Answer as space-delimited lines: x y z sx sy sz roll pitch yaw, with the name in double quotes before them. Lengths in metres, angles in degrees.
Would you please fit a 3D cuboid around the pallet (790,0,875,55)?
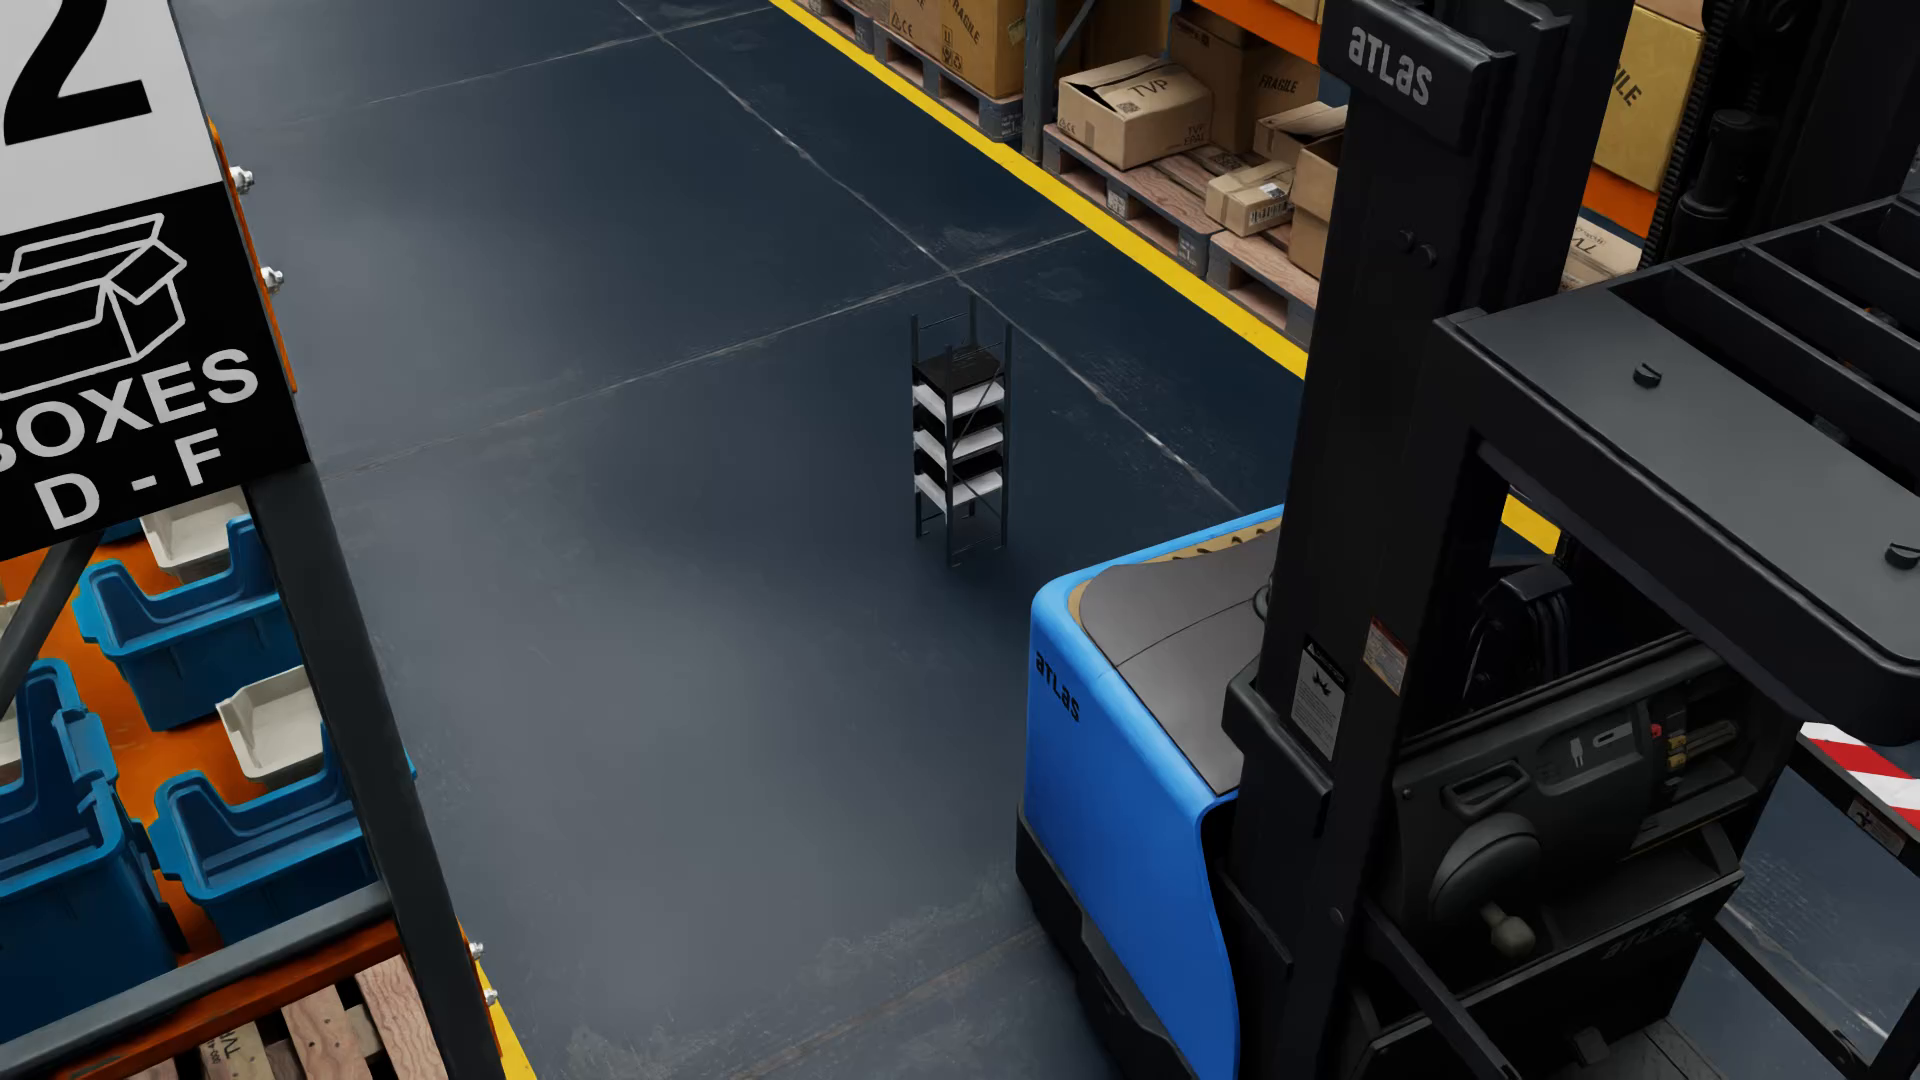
"pallet" -0.382 -3.149 9.364 1.003 0.211 1.213 -22 45 -24

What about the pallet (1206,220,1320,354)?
"pallet" 1.776 -1.033 6.825 1.003 0.211 1.213 -22 45 -24

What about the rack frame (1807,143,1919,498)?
"rack frame" 2.898 -0.976 4.578 1.000 3.000 0.127 -22 45 -24

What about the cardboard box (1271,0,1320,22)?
"cardboard box" 1.337 -2.258 6.039 0.500 0.500 0.500 -22 45 -25

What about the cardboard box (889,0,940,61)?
"cardboard box" -0.018 -2.781 8.353 0.500 0.500 0.500 -22 45 -24

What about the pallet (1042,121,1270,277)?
"pallet" 1.116 -1.692 7.616 1.003 0.211 1.213 -22 45 -24

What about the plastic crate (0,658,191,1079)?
"plastic crate" -1.617 0.574 2.643 0.616 0.435 0.499 -22 45 -24

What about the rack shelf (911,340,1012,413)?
"rack shelf" 0.004 -0.523 5.305 0.258 0.077 0.200 -22 45 -24

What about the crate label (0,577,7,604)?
"crate label" -2.185 0.124 3.417 0.396 0.136 0.243 -22 45 -24

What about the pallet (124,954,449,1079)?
"pallet" -1.691 1.340 3.977 1.003 0.211 1.213 -22 45 -24

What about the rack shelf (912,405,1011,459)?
"rack shelf" 0.004 -0.385 5.420 0.258 0.077 0.200 -22 45 -24

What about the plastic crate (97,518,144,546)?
"plastic crate" -1.843 -0.189 3.717 0.416 0.233 0.300 -22 45 -24

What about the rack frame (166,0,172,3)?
"rack frame" -1.280 -1.577 0.614 1.000 3.000 0.127 -22 45 -24

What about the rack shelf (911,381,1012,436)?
"rack shelf" 0.004 -0.454 5.363 0.258 0.077 0.200 -22 45 -24

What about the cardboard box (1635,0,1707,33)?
"cardboard box" 2.155 -1.816 4.727 0.500 0.500 0.500 -21 44 -23

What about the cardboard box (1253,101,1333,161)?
"cardboard box" 1.545 -1.817 7.471 0.380 0.149 0.250 -22 45 -24

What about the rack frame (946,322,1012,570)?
"rack frame" 0.059 -0.286 5.391 0.240 0.900 0.006 -22 45 -24

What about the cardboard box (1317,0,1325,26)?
"cardboard box" 1.612 -1.984 5.710 0.500 0.500 0.500 -23 45 -25

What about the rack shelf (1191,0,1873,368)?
"rack shelf" 1.823 -1.779 6.104 1.077 0.370 4.000 -22 45 -24

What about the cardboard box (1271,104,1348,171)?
"cardboard box" 1.696 -1.656 7.151 0.500 0.311 0.500 -22 45 -24

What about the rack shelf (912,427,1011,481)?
"rack shelf" 0.004 -0.316 5.478 0.258 0.077 0.200 -22 45 -24

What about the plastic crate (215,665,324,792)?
"plastic crate" -1.238 0.357 3.137 0.250 0.136 0.298 -22 45 -24

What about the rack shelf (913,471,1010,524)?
"rack shelf" 0.004 -0.177 5.593 0.258 0.077 0.200 -22 45 -24

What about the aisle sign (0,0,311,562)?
"aisle sign" -0.991 -0.335 1.778 0.394 0.787 0.004 -22 45 -24

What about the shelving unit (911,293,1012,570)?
"shelving unit" 0.004 -0.341 5.457 0.258 0.900 0.210 -22 45 -24

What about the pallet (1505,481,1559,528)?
"pallet" 2.428 -0.375 6.036 1.003 0.211 1.213 -22 45 -24

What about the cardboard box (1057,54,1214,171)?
"cardboard box" 0.791 -1.970 7.527 0.500 0.311 0.500 -22 45 -24

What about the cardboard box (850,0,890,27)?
"cardboard box" -0.287 -3.052 8.678 0.500 0.500 0.500 -22 44 -24

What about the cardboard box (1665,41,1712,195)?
"cardboard box" 2.428 -1.162 4.723 0.500 0.500 0.500 -21 44 -23

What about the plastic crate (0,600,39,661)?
"plastic crate" -2.015 0.266 3.246 0.396 0.136 0.243 -22 45 -24

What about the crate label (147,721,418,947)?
"crate label" -1.135 0.522 2.864 0.416 0.233 0.303 -22 45 -24

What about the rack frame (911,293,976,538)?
"rack frame" -0.050 -0.396 5.523 0.240 0.900 0.006 -22 45 -24

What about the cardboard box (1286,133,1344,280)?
"cardboard box" 1.762 -1.332 6.612 0.797 0.503 0.637 -22 45 -24

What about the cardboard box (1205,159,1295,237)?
"cardboard box" 1.264 -1.451 7.018 0.380 0.166 0.250 -22 45 -24

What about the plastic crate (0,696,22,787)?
"plastic crate" -1.871 0.428 3.053 0.396 0.136 0.243 -22 45 -24

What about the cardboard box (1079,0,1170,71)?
"cardboard box" 0.693 -2.688 8.242 0.500 0.500 0.500 -24 46 -26

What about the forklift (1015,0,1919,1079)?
"forklift" 1.250 0.520 2.837 1.130 2.935 3.031 -17 43 -20

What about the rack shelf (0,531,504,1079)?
"rack shelf" -2.355 -0.076 4.060 1.077 0.370 4.000 -22 45 -24

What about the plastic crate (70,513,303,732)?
"plastic crate" -1.489 0.167 3.291 0.416 0.233 0.300 -22 45 -24

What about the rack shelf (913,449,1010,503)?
"rack shelf" 0.004 -0.247 5.536 0.258 0.077 0.200 -22 45 -24

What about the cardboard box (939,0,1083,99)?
"cardboard box" 0.241 -2.511 8.029 0.500 0.500 0.500 -22 45 -25

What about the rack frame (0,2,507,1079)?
"rack frame" -1.280 0.727 2.534 1.000 3.000 0.127 -22 45 -24

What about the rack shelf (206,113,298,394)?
"rack shelf" -2.355 -1.228 3.100 1.077 0.370 4.000 -22 45 -24

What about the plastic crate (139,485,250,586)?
"plastic crate" -1.603 -0.009 3.577 0.250 0.136 0.298 -22 45 -24

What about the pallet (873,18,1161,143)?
"pallet" 0.278 -2.489 8.573 1.003 0.211 1.213 -22 45 -24

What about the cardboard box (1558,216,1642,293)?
"cardboard box" 2.308 -1.019 6.434 0.500 0.250 0.500 -22 45 -24

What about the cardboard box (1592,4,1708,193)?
"cardboard box" 2.146 -1.441 5.058 0.500 0.500 0.500 -22 45 -24

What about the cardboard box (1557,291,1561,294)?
"cardboard box" 1.913 -0.820 6.195 0.500 0.250 0.500 -22 45 -24

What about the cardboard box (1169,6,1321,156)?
"cardboard box" 1.293 -2.134 7.576 0.500 0.500 0.500 -22 45 -24

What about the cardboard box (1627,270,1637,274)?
"cardboard box" 2.576 -0.749 6.110 0.500 0.250 0.500 -22 45 -24

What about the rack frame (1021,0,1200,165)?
"rack frame" 0.748 -3.135 7.169 1.000 3.000 0.127 -22 45 -24
